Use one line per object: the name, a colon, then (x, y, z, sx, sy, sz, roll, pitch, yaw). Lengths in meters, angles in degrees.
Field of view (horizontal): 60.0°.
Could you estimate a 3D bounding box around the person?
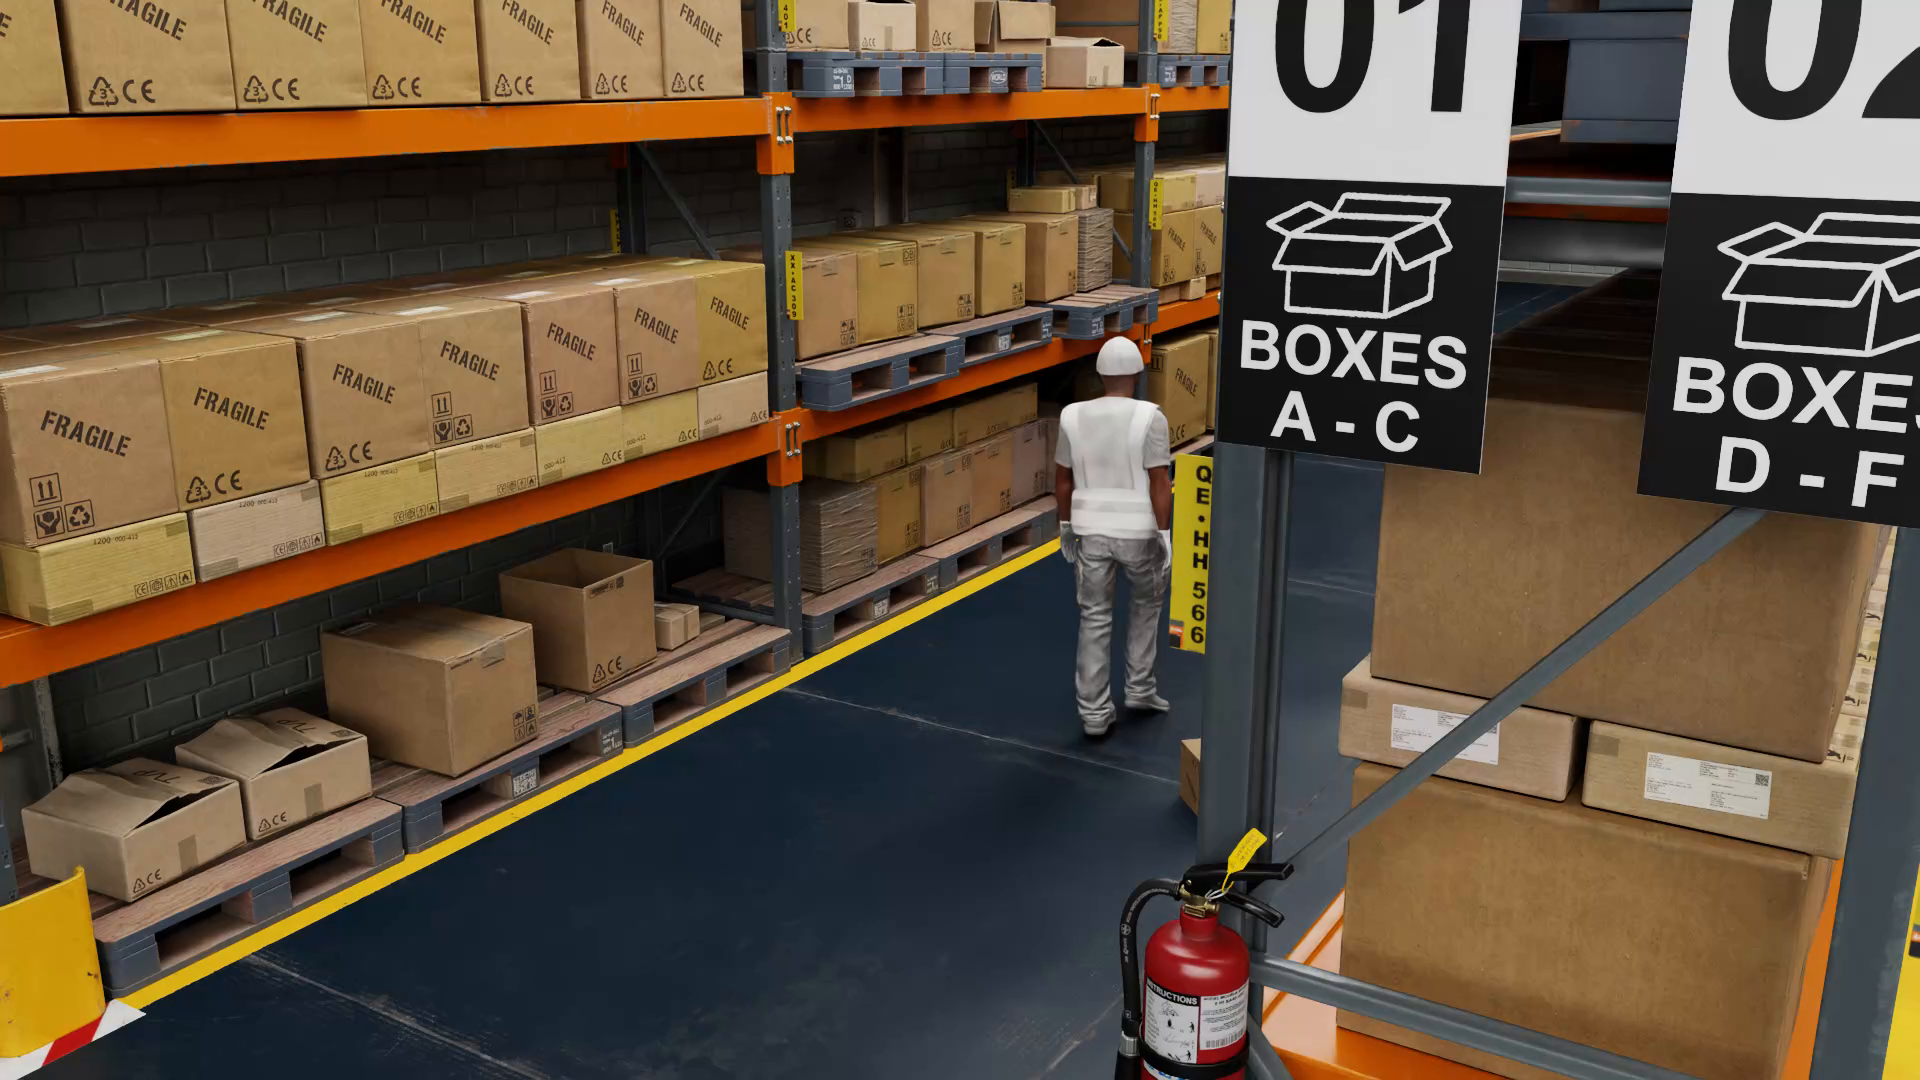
person: (0.699, -0.005, 7.548, 0.592, 1.812, 0.602, 5, 17, 17)
